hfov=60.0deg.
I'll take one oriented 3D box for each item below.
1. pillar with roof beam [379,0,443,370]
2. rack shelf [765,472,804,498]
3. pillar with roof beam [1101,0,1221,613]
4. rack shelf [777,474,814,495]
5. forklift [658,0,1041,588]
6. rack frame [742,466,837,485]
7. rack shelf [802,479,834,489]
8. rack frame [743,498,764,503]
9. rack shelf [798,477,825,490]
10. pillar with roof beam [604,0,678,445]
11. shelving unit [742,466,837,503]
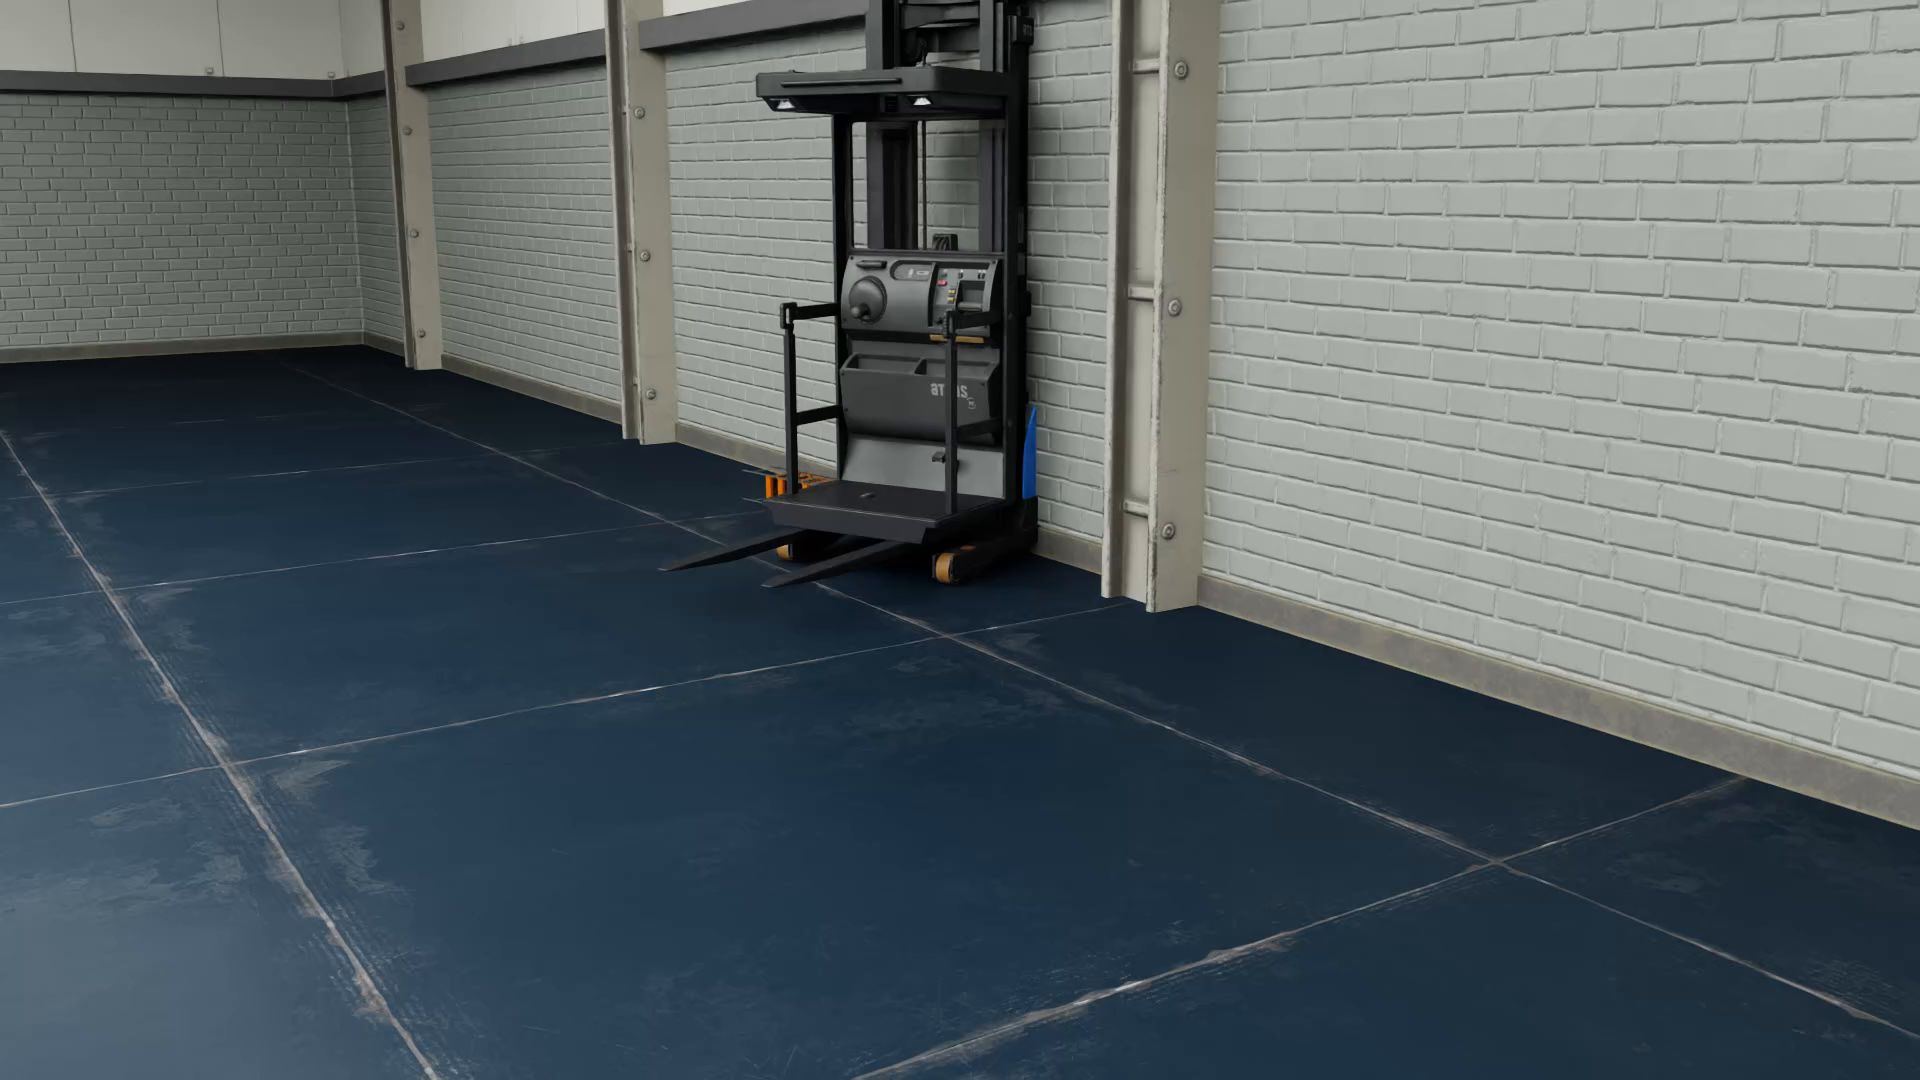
[{"bbox_3d":[-9.309,-5.732,14.511,9.100,9.000,0.400,-8,15,-33],"label":"pillar with roof beam"},{"bbox_3d":[-1.089,-0.324,10.388,0.258,0.180,0.103,-12,17,-43],"label":"rack shelf"},{"bbox_3d":[-2.660,-3.598,4.752,9.100,9.000,0.400,-8,15,-33],"label":"pillar with roof beam"},{"bbox_3d":[-1.005,-0.305,10.304,0.258,0.180,0.103,-12,17,-43],"label":"rack shelf"},{"bbox_3d":[-0.326,-1.318,8.530,1.130,2.935,3.031,7,14,31],"label":"forklift"},{"bbox_3d":[-0.868,-0.365,10.148,0.240,0.006,1.200,-12,17,-43],"label":"rack frame"},{"bbox_3d":[-0.837,-0.269,10.137,0.258,0.180,0.103,-12,17,-43],"label":"rack shelf"},{"bbox_3d":[-0.868,-0.186,10.187,0.240,0.006,1.200,-12,17,-43],"label":"rack frame"},{"bbox_3d":[-0.921,-0.287,10.221,0.258,0.180,0.103,-12,17,-43],"label":"rack shelf"},{"bbox_3d":[-5.985,-4.665,9.631,9.100,9.000,0.400,-8,15,-33],"label":"pillar with roof beam"},{"bbox_3d":[-0.868,-0.275,10.168,0.258,0.189,1.200,-12,17,-43],"label":"shelving unit"}]
